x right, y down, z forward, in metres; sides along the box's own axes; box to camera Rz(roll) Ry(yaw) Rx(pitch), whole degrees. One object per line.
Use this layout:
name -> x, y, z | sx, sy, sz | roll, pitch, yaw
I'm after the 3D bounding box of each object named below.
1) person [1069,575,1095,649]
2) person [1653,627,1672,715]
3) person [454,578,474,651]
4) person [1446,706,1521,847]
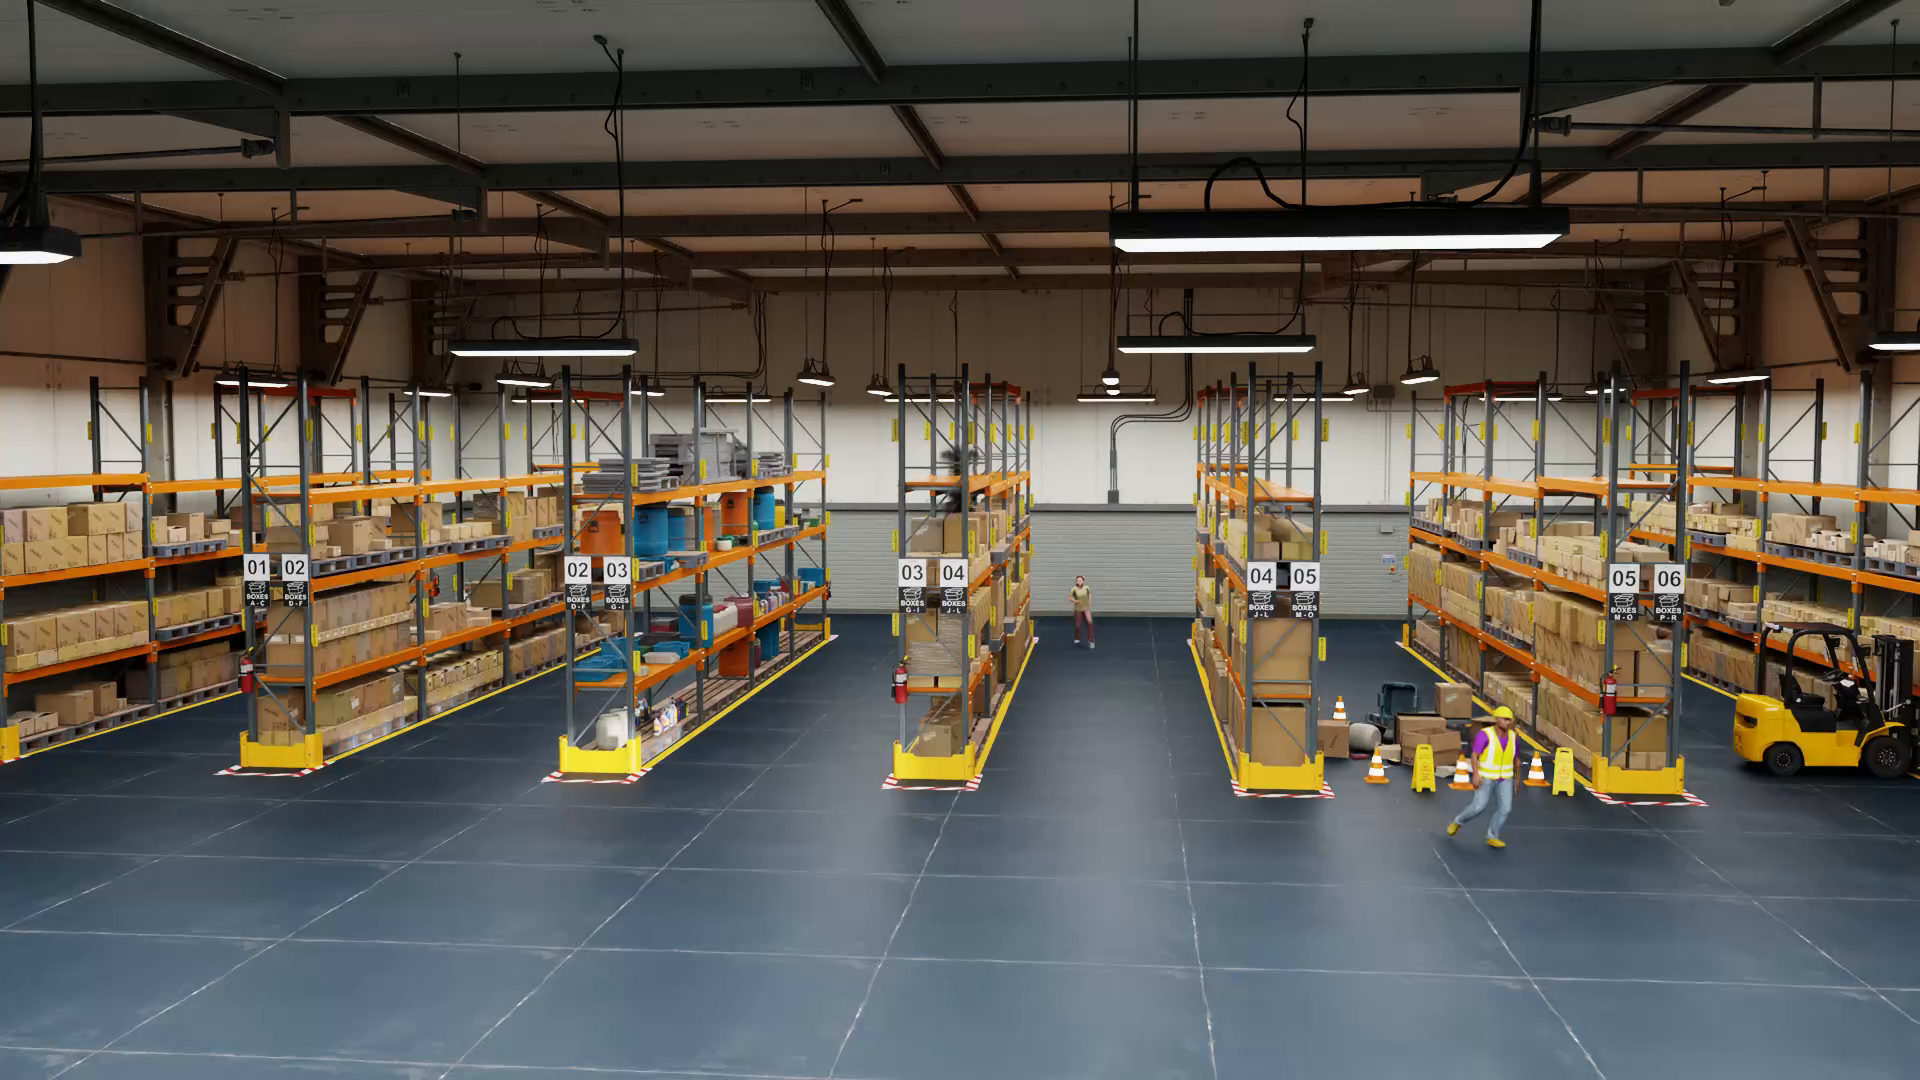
person -> 2.830, 1.674, 38.944 | 0.580, 1.691, 0.876 | -1, 4, -8
person -> 12.499, 2.327, 29.639 | 0.545, 1.566, 0.530 | 0, 4, -6
person -> -11.083, 1.733, 37.204 | 0.661, 1.754, 0.645 | 0, 4, 4
person -> 6.379, 2.848, 20.165 | 0.833, 1.701, 0.600 | 0, 4, -8
